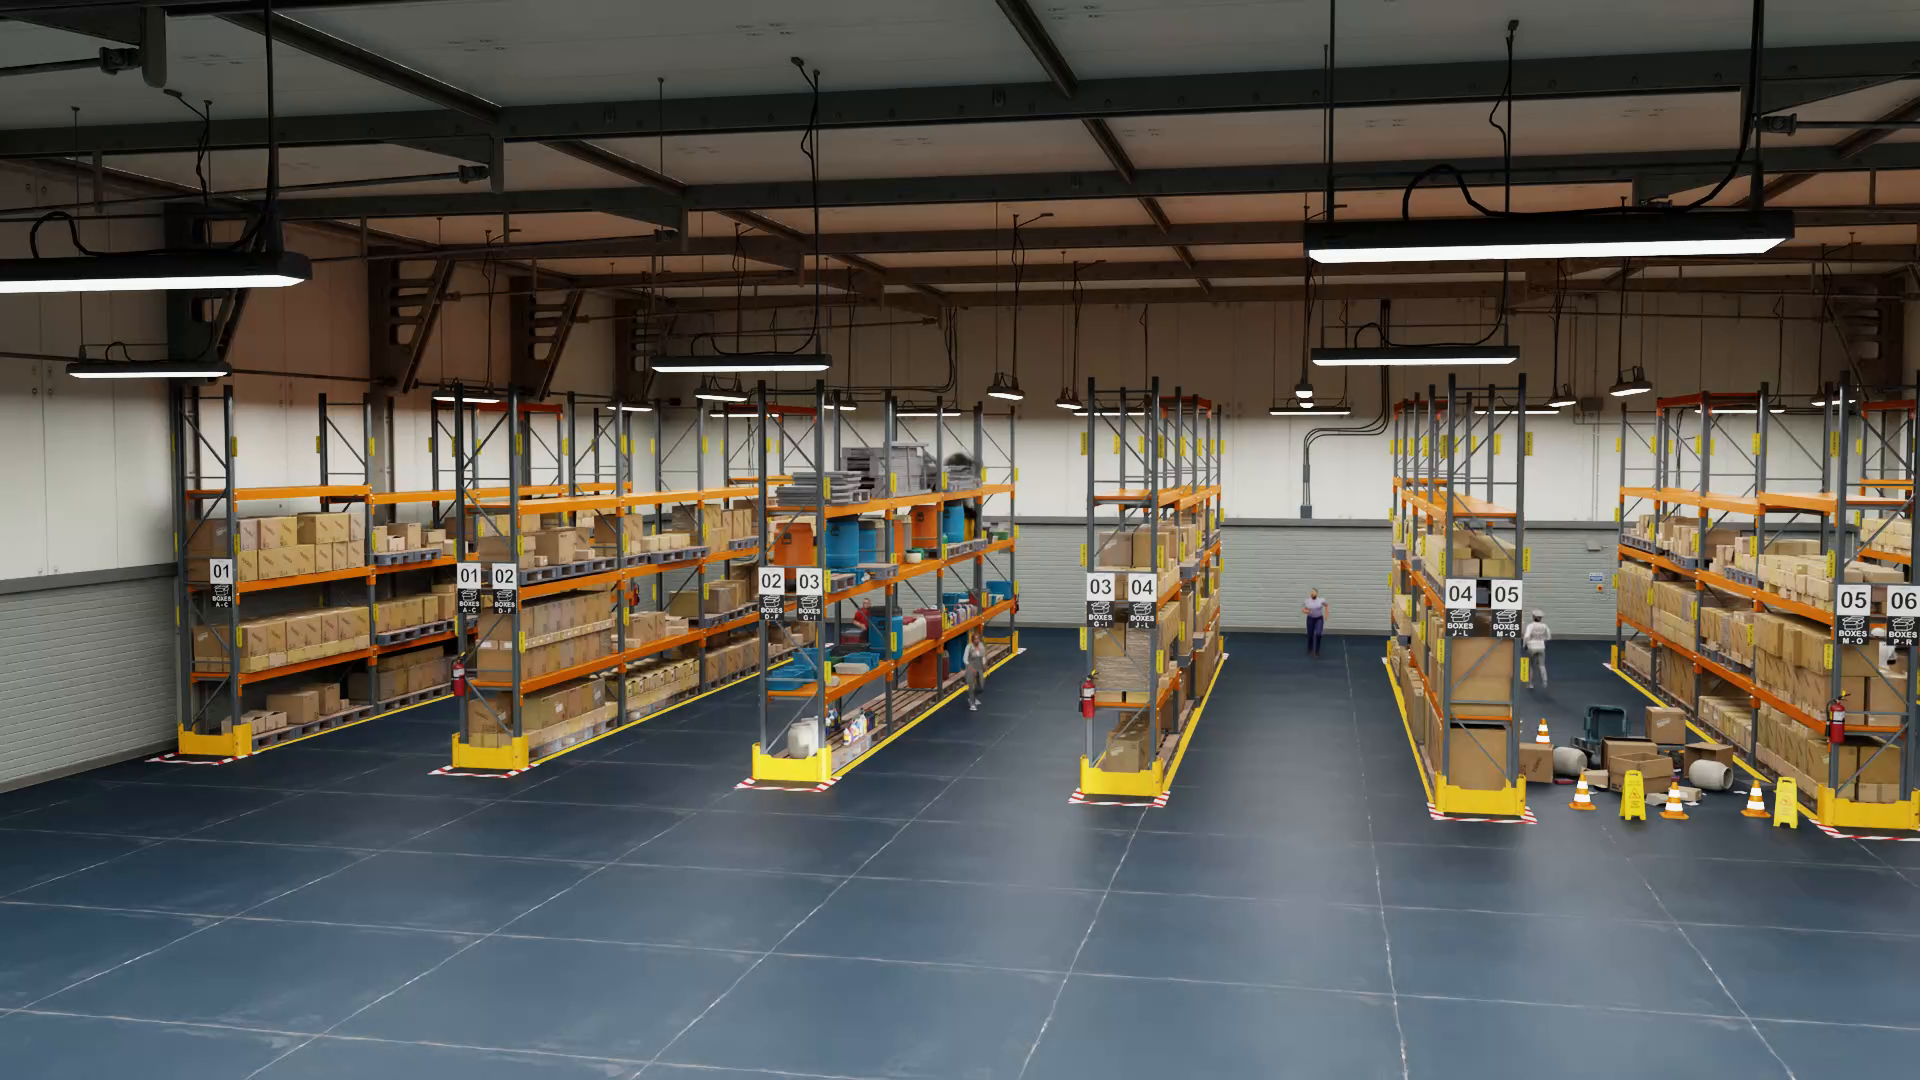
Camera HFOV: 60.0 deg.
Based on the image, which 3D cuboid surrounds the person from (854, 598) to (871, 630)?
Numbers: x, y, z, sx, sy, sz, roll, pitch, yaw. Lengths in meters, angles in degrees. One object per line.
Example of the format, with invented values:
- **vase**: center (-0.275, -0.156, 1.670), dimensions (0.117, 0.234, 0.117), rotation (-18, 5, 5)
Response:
- **person**: center (-2.051, 2.102, 37.356), dimensions (0.661, 1.616, 0.852), rotation (0, 3, 2)

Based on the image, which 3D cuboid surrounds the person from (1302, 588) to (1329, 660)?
- **person**: center (8.449, 1.975, 39.550), dimensions (0.619, 1.690, 0.901), rotation (1, 3, 17)

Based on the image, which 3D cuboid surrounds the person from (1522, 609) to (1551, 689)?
- **person**: center (11.802, 2.251, 34.050), dimensions (0.608, 1.665, 0.870), rotation (0, 3, 4)

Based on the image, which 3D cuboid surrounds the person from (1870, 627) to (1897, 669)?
- **person**: center (16.531, 2.444, 29.988), dimensions (0.699, 1.746, 0.931), rotation (0, 3, 2)

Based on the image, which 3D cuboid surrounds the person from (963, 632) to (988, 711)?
- **person**: center (0.250, 2.485, 31.473), dimensions (0.508, 1.512, 0.698), rotation (-1, 3, -22)
